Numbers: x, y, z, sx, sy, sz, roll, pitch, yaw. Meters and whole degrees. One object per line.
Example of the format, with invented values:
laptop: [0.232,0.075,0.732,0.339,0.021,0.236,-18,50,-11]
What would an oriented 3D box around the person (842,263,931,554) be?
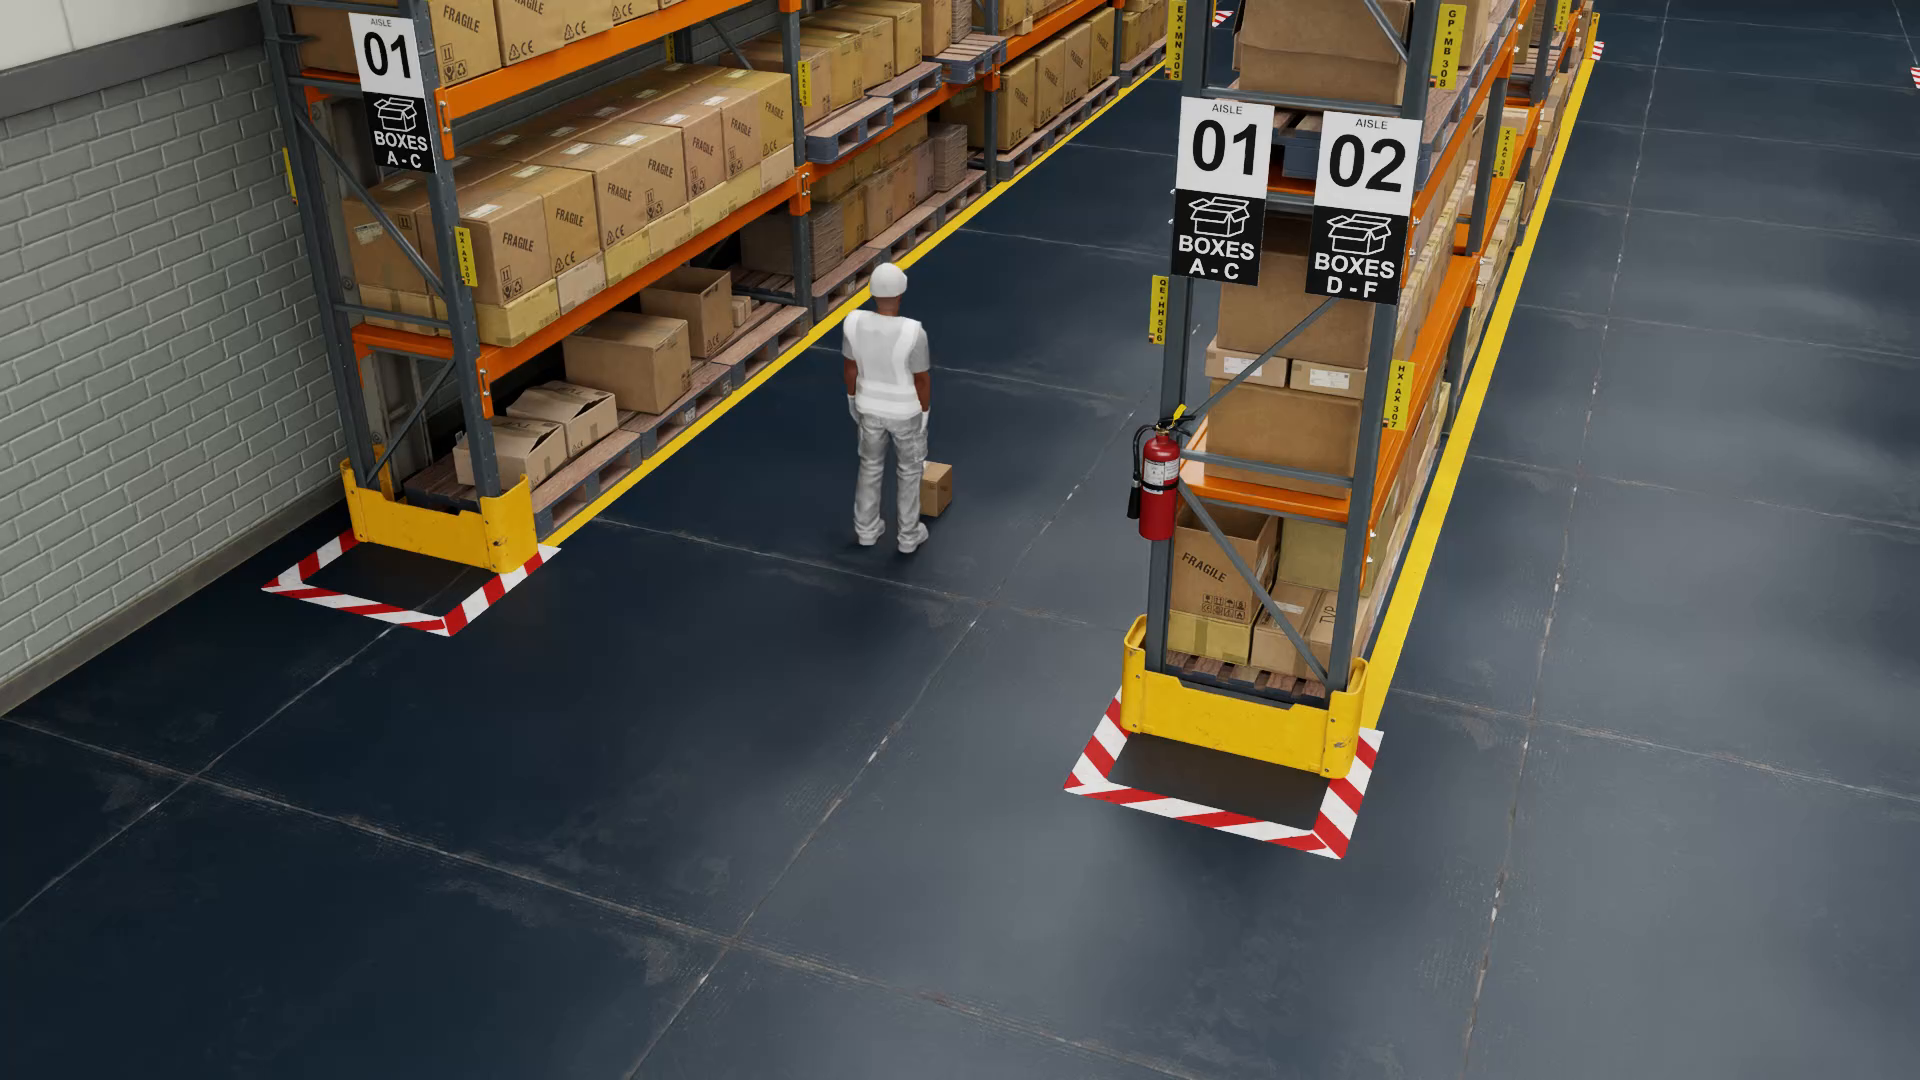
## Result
person: [-0.410,-0.774,9.760,0.547,1.788,0.357,12,32,20]
